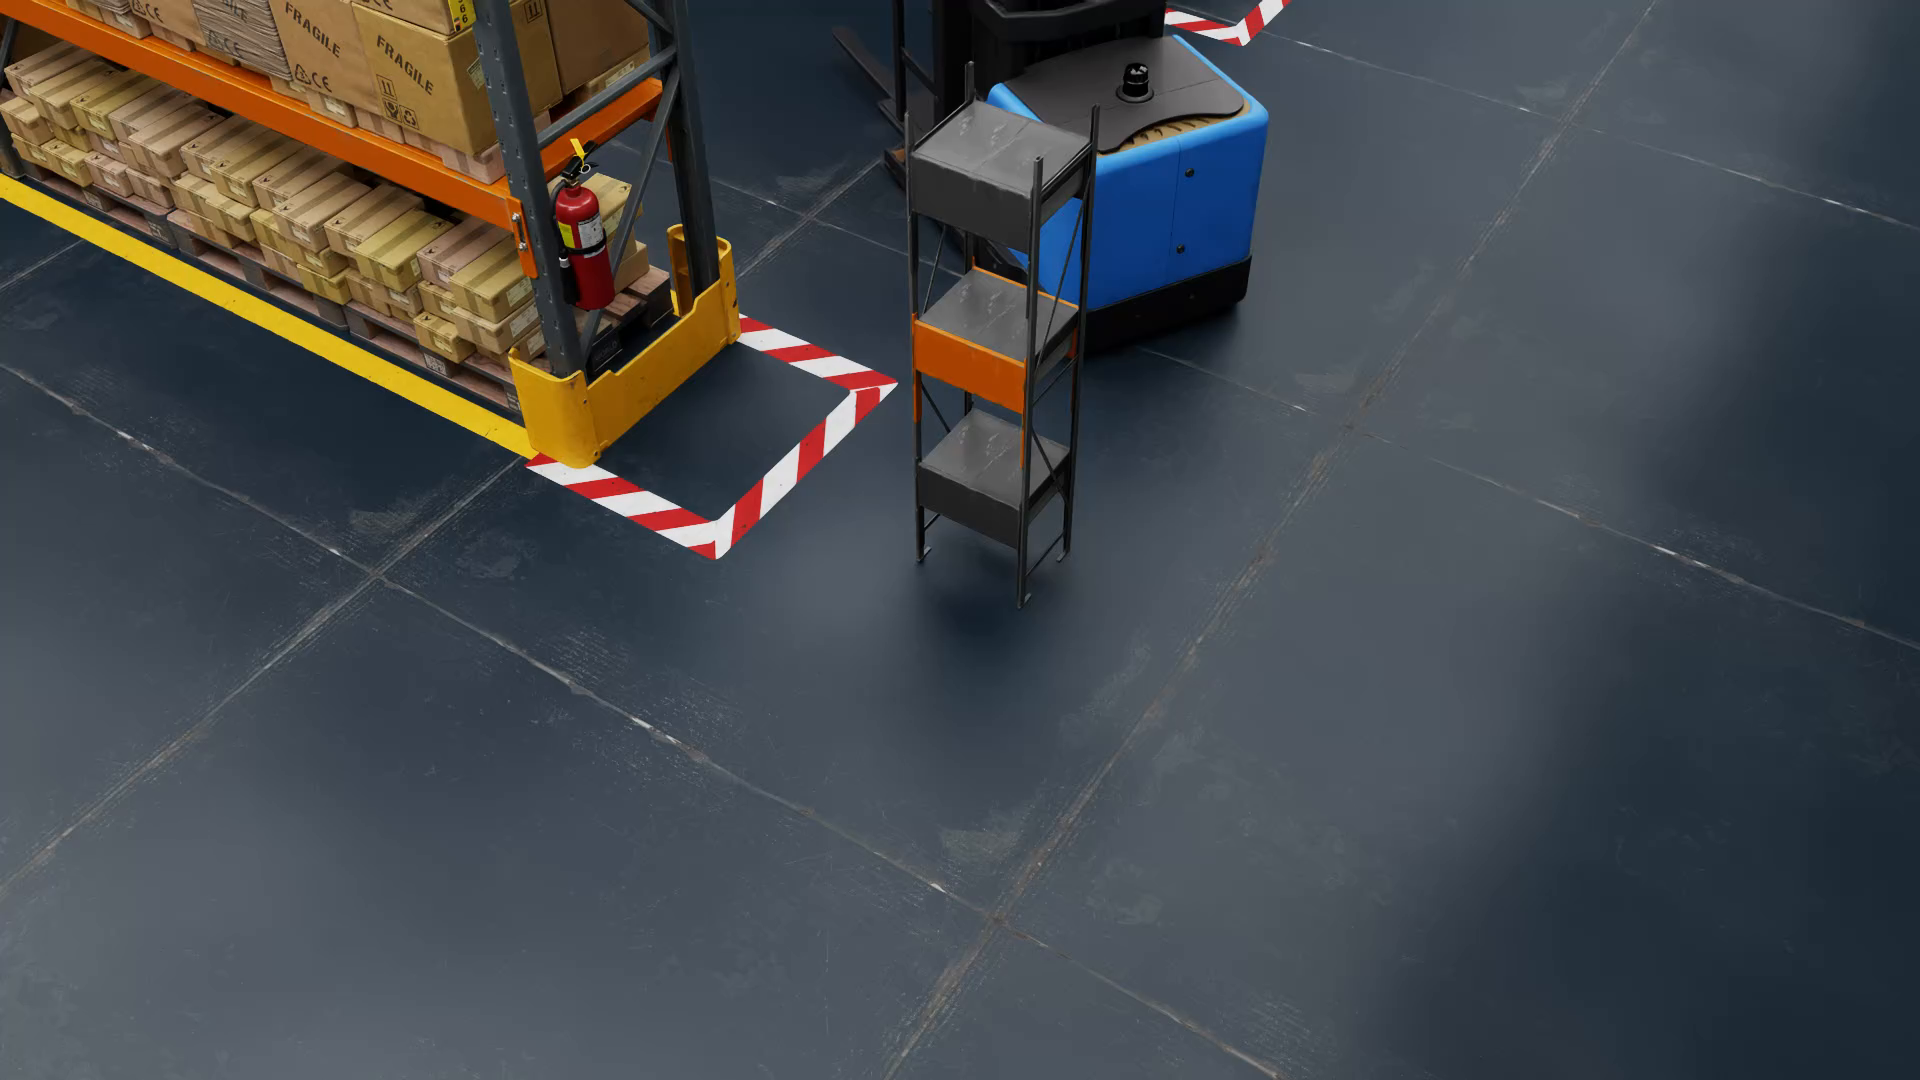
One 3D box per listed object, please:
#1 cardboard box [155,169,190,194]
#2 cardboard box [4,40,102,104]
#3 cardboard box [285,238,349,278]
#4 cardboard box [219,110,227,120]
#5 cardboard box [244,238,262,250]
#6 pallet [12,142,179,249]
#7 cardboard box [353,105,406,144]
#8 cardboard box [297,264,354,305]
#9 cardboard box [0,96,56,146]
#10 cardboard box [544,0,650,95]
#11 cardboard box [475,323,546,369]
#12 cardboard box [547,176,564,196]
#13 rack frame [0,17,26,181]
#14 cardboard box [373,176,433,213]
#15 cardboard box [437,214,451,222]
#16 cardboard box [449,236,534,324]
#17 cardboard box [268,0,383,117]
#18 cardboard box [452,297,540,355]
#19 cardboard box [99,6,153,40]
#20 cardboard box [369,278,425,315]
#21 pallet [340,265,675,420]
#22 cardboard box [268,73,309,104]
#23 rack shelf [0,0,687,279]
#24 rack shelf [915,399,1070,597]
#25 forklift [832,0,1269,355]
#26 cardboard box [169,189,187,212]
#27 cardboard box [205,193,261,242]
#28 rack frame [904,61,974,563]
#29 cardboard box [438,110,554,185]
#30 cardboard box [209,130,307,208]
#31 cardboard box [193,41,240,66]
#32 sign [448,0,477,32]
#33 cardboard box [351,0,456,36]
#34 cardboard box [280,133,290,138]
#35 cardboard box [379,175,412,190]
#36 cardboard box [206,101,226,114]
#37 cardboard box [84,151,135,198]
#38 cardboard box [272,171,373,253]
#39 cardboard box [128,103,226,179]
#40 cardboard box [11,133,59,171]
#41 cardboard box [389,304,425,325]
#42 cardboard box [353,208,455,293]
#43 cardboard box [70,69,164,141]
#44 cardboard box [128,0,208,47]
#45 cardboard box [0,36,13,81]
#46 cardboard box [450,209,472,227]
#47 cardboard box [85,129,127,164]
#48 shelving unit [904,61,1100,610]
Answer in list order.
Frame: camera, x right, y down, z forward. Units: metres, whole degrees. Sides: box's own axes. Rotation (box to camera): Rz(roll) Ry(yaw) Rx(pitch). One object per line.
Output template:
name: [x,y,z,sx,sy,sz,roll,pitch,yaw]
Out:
cardboard box: [-3.718,-1.856,8.172,0.250,0.149,0.380,27,52,24]
cardboard box: [-4.603,-2.378,8.472,0.250,0.149,0.380,27,51,24]
cardboard box: [-2.894,-1.409,7.737,0.250,0.149,0.380,25,51,23]
cardboard box: [-3.717,-2.257,8.561,0.250,0.149,0.380,25,51,22]
cardboard box: [-3.272,-1.561,8.092,0.250,0.149,0.380,26,51,23]
pallet: [-4.197,-2.066,8.832,1.213,0.211,1.003,25,51,22]
cardboard box: [-2.249,-1.803,6.807,0.250,0.149,0.380,24,51,22]
cardboard box: [-2.880,-1.300,7.839,0.250,0.149,0.380,23,50,20]
cardboard box: [-4.649,-2.200,8.505,0.250,0.149,0.380,27,52,24]
cardboard box: [-1.643,-2.207,6.748,0.500,0.500,0.500,27,52,24]
cardboard box: [-1.970,-0.959,7.507,0.250,0.149,0.380,26,51,23]
cardboard box: [-1.969,-1.530,7.647,0.250,0.149,0.380,26,51,23]
rack frame: [-4.781,-3.277,8.064,0.127,3.000,1.000,25,51,22]
cardboard box: [-2.602,-1.734,8.053,0.250,0.149,0.380,22,50,20]
cardboard box: [-2.316,-1.586,8.116,0.250,0.149,0.380,25,51,23]
cardboard box: [-1.997,-1.140,7.268,0.250,0.149,0.380,25,51,23]
cardboard box: [-2.362,-2.088,6.632,0.500,0.500,0.500,24,50,22]
cardboard box: [-2.013,-1.017,7.356,0.250,0.149,0.380,23,50,21]
cardboard box: [-3.585,-2.401,7.389,0.250,0.149,0.380,27,52,24]
cardboard box: [-2.451,-1.217,7.550,0.250,0.149,0.380,23,50,21]
pallet: [-2.143,-1.122,7.914,1.213,0.211,1.003,25,51,22]
cardboard box: [-2.683,-2.008,7.006,0.250,0.149,0.380,23,50,20]
rack shelf: [-3.098,-2.252,7.570,4.000,0.370,1.077,25,51,22]
rack shelf: [0.139,-0.170,6.668,0.480,0.518,0.431,25,51,22]
forklift: [0.259,-2.936,7.781,1.130,2.935,3.031,-20,49,-19]
cardboard box: [-3.701,-1.776,8.301,0.250,0.149,0.380,23,50,21]
cardboard box: [-3.346,-1.610,7.932,0.250,0.149,0.380,25,51,22]
rack frame: [-0.066,-0.762,6.248,0.015,2.100,0.400,25,51,22]
cardboard box: [-1.841,-1.596,6.606,0.250,0.149,0.380,25,51,22]
cardboard box: [-3.301,-1.758,7.869,0.250,0.149,0.380,25,51,22]
cardboard box: [-3.110,-2.241,7.233,0.250,0.149,0.380,26,51,23]
sign: [-1.731,-1.914,5.713,0.005,0.325,0.100,25,51,22]
cardboard box: [-1.934,-2.242,6.085,0.500,0.500,0.500,24,50,21]
cardboard box: [-3.277,-2.054,8.364,0.250,0.149,0.380,22,50,20]
cardboard box: [-2.593,-1.864,7.972,0.250,0.149,0.380,27,51,24]
cardboard box: [-3.715,-2.342,8.436,0.250,0.149,0.380,26,51,23]
cardboard box: [-4.187,-1.927,8.448,0.250,0.149,0.380,24,51,22]
cardboard box: [-2.904,-1.505,7.623,0.250,0.149,0.380,27,51,23]
cardboard box: [-3.762,-1.933,8.039,0.250,0.149,0.380,26,51,23]
cardboard box: [-4.648,-2.095,8.611,0.250,0.149,0.380,23,50,20]
cardboard box: [-2.417,-1.151,7.694,0.250,0.149,0.380,24,51,22]
cardboard box: [-2.464,-1.296,7.420,0.250,0.149,0.380,24,50,21]
cardboard box: [-4.164,-2.168,8.267,0.250,0.149,0.380,24,50,22]
cardboard box: [-3.208,-2.477,7.011,0.500,0.500,0.500,27,52,24]
cardboard box: [-5.540,-2.686,8.941,0.500,0.500,0.500,24,50,21]
cardboard box: [-2.170,-1.524,7.849,0.250,0.149,0.380,25,51,23]
cardboard box: [-4.163,-2.083,8.392,0.250,0.149,0.380,24,51,22]
shelving unit: [0.139,-0.668,6.157,0.503,2.100,0.431,25,51,22]
